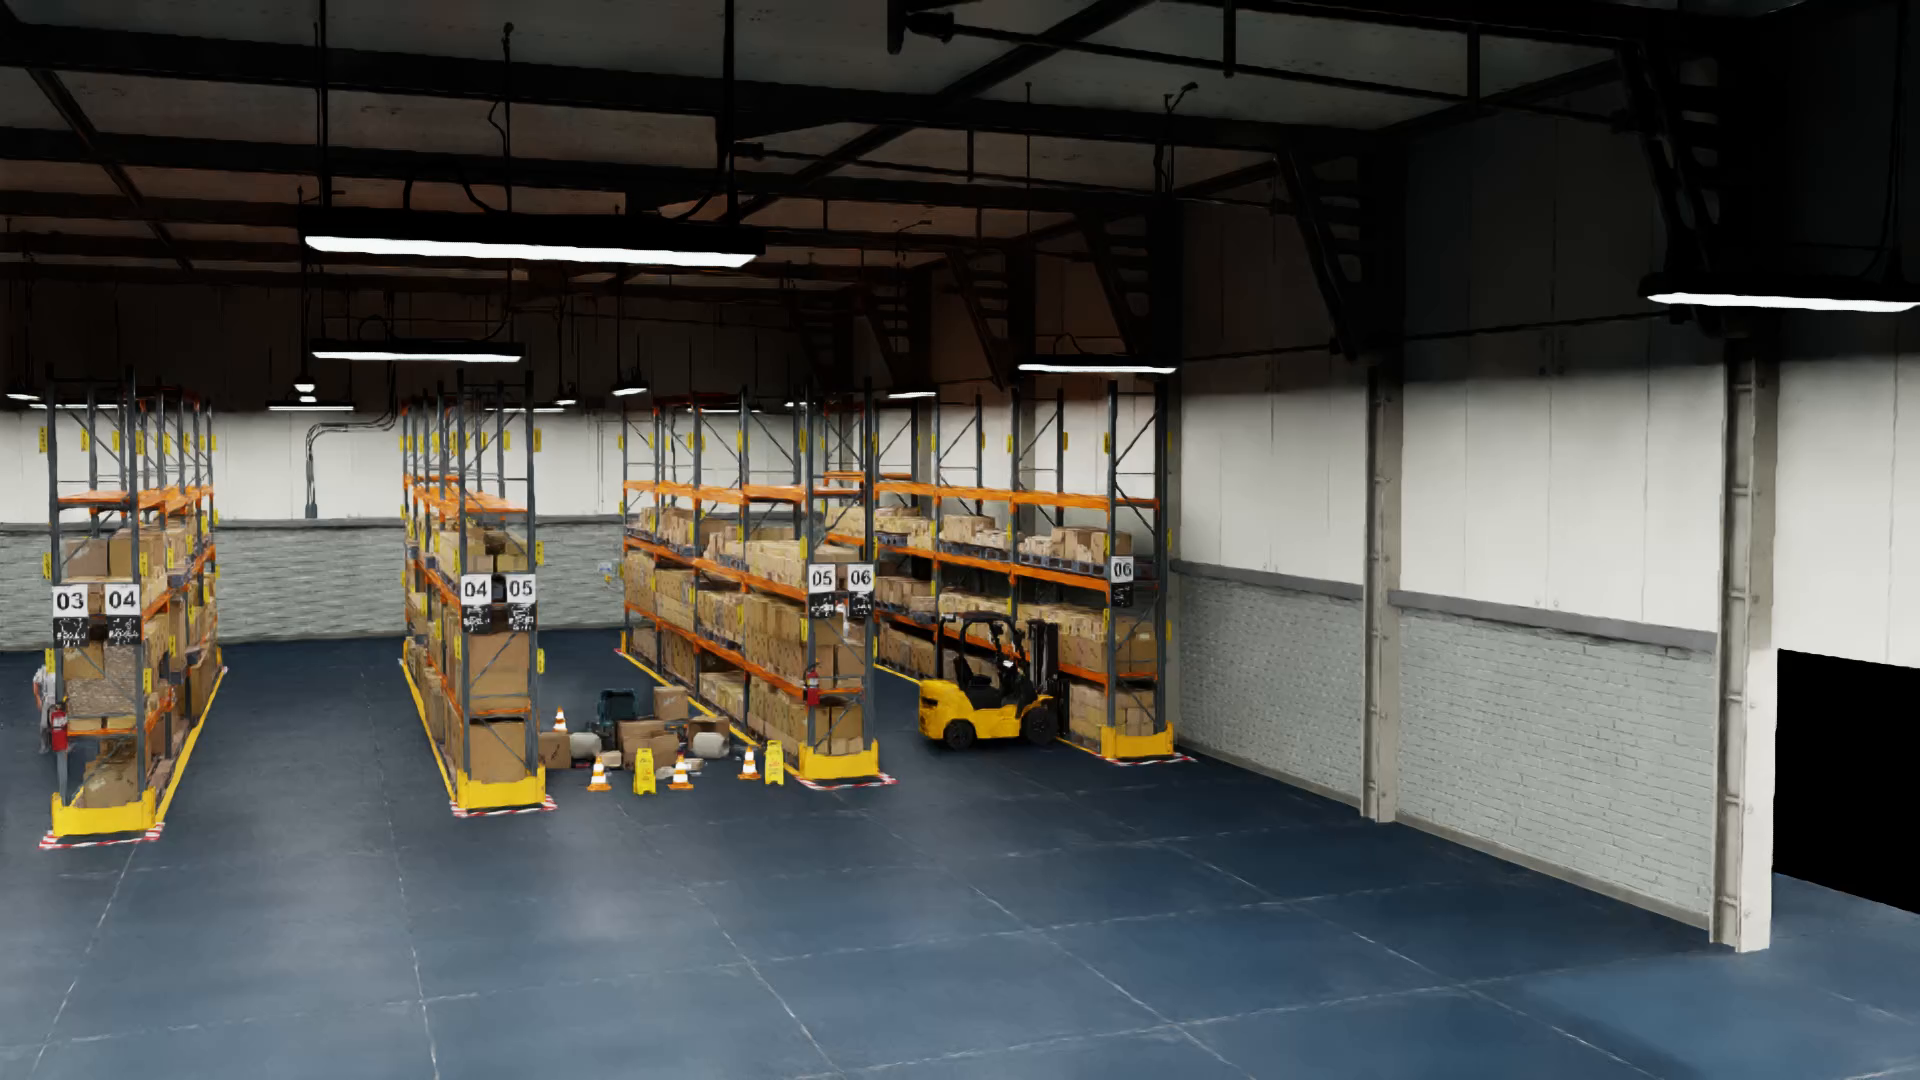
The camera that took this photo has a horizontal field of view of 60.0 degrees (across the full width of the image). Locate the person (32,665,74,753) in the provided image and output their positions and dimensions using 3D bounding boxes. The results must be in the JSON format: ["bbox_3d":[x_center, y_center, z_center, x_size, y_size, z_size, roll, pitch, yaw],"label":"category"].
[{"bbox_3d":[-14.547,2.584,26.782,0.682,1.715,0.536,-1,4,-22],"label":"person"}]

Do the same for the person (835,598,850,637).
[{"bbox_3d":[-2.631,1.985,36.692,0.421,1.598,0.557,0,3,-2],"label":"person"}]
